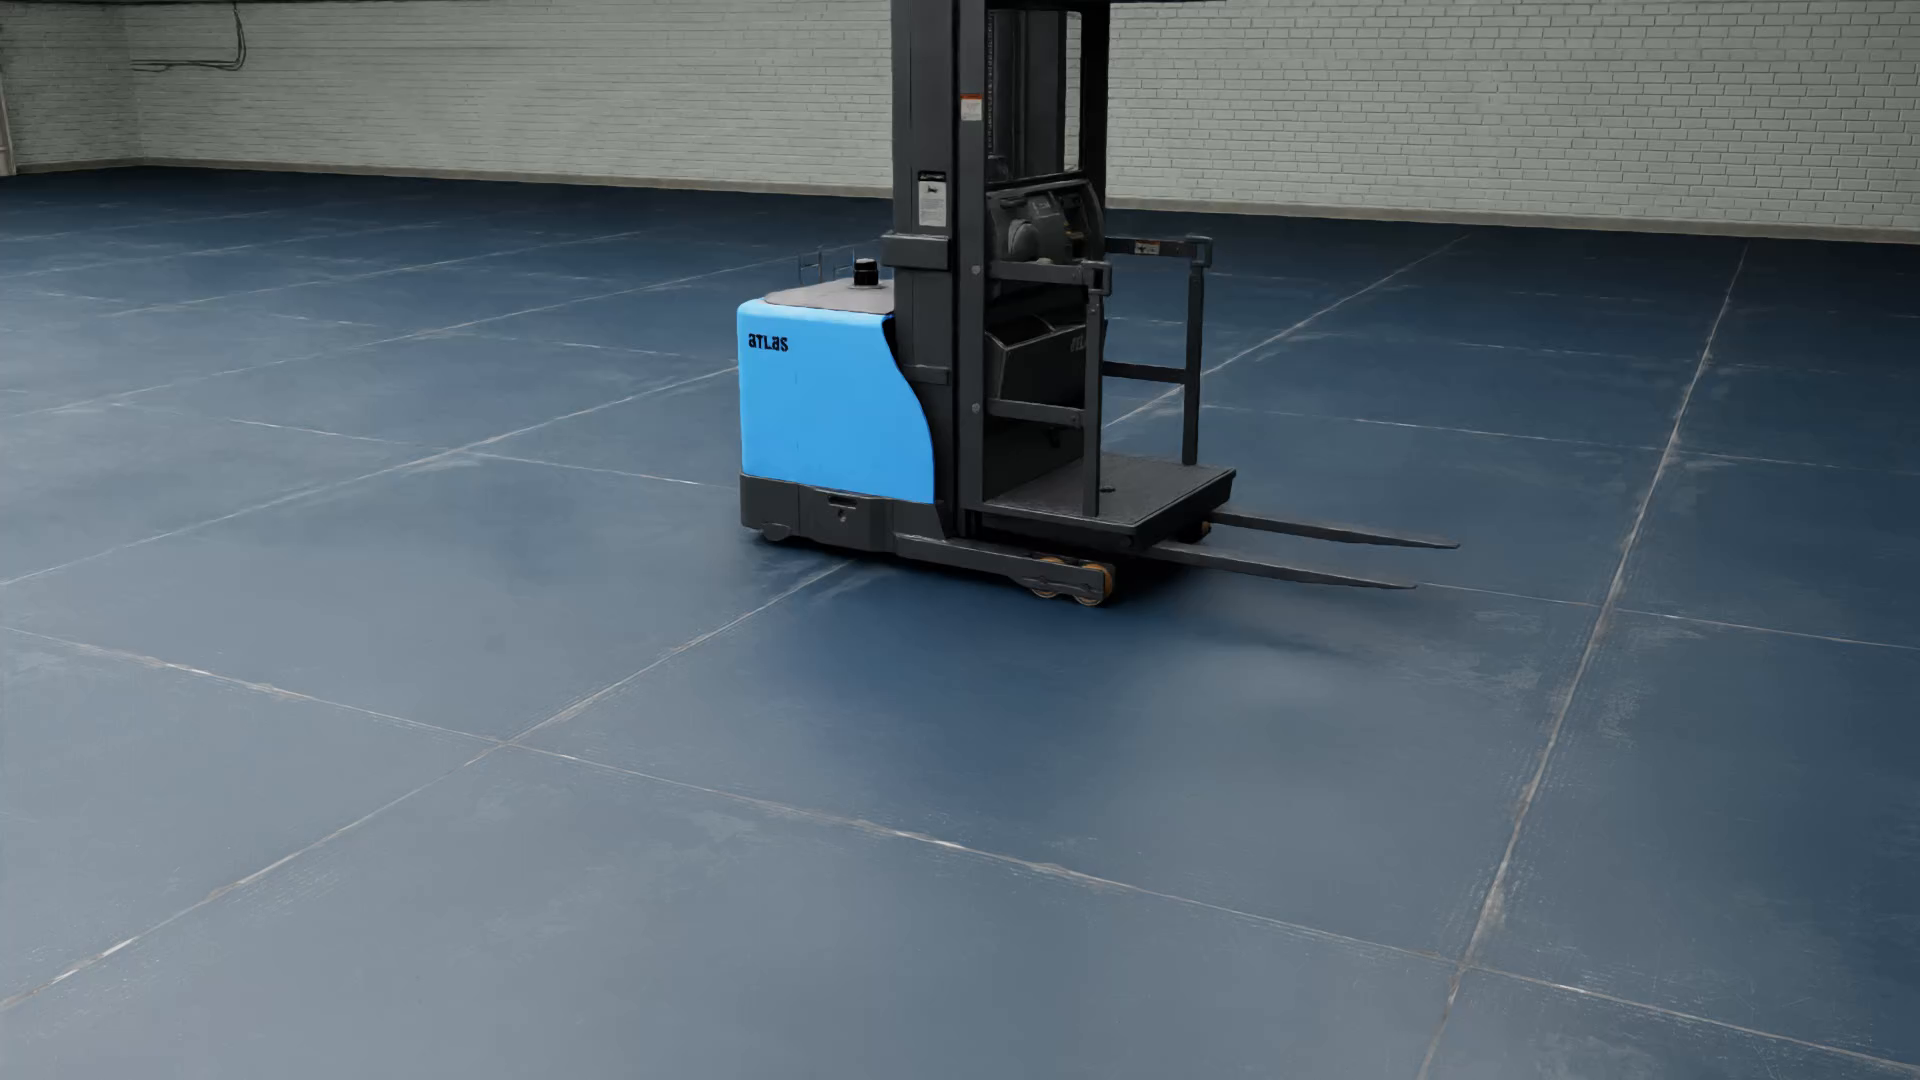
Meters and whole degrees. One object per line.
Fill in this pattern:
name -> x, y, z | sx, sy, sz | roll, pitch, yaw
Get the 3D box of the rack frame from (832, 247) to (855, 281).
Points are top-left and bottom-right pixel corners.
rack frame -> -0.560, -0.821, 8.176 | 0.006, 1.200, 0.240 | 7, 17, 22

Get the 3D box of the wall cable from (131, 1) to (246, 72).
wall cable -> -14.007, -9.671, 29.733 | 3.097, 2.526, 0.112 | 8, 18, 25

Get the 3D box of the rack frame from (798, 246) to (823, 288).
rack frame -> -0.729, -0.841, 8.244 | 0.006, 1.200, 0.240 | 7, 17, 22

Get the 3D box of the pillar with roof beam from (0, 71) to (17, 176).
pillar with roof beam -> -12.655, -10.029, 25.487 | 9.100, 9.000, 0.400 | 8, 18, 25

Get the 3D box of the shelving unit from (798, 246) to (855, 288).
shelving unit -> -0.645, -0.831, 8.210 | 0.189, 1.200, 0.258 | 7, 17, 22

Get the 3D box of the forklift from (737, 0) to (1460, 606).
forklift -> 0.540, -1.314, 6.801 | 3.031, 2.935, 1.130 | 10, 19, 29
